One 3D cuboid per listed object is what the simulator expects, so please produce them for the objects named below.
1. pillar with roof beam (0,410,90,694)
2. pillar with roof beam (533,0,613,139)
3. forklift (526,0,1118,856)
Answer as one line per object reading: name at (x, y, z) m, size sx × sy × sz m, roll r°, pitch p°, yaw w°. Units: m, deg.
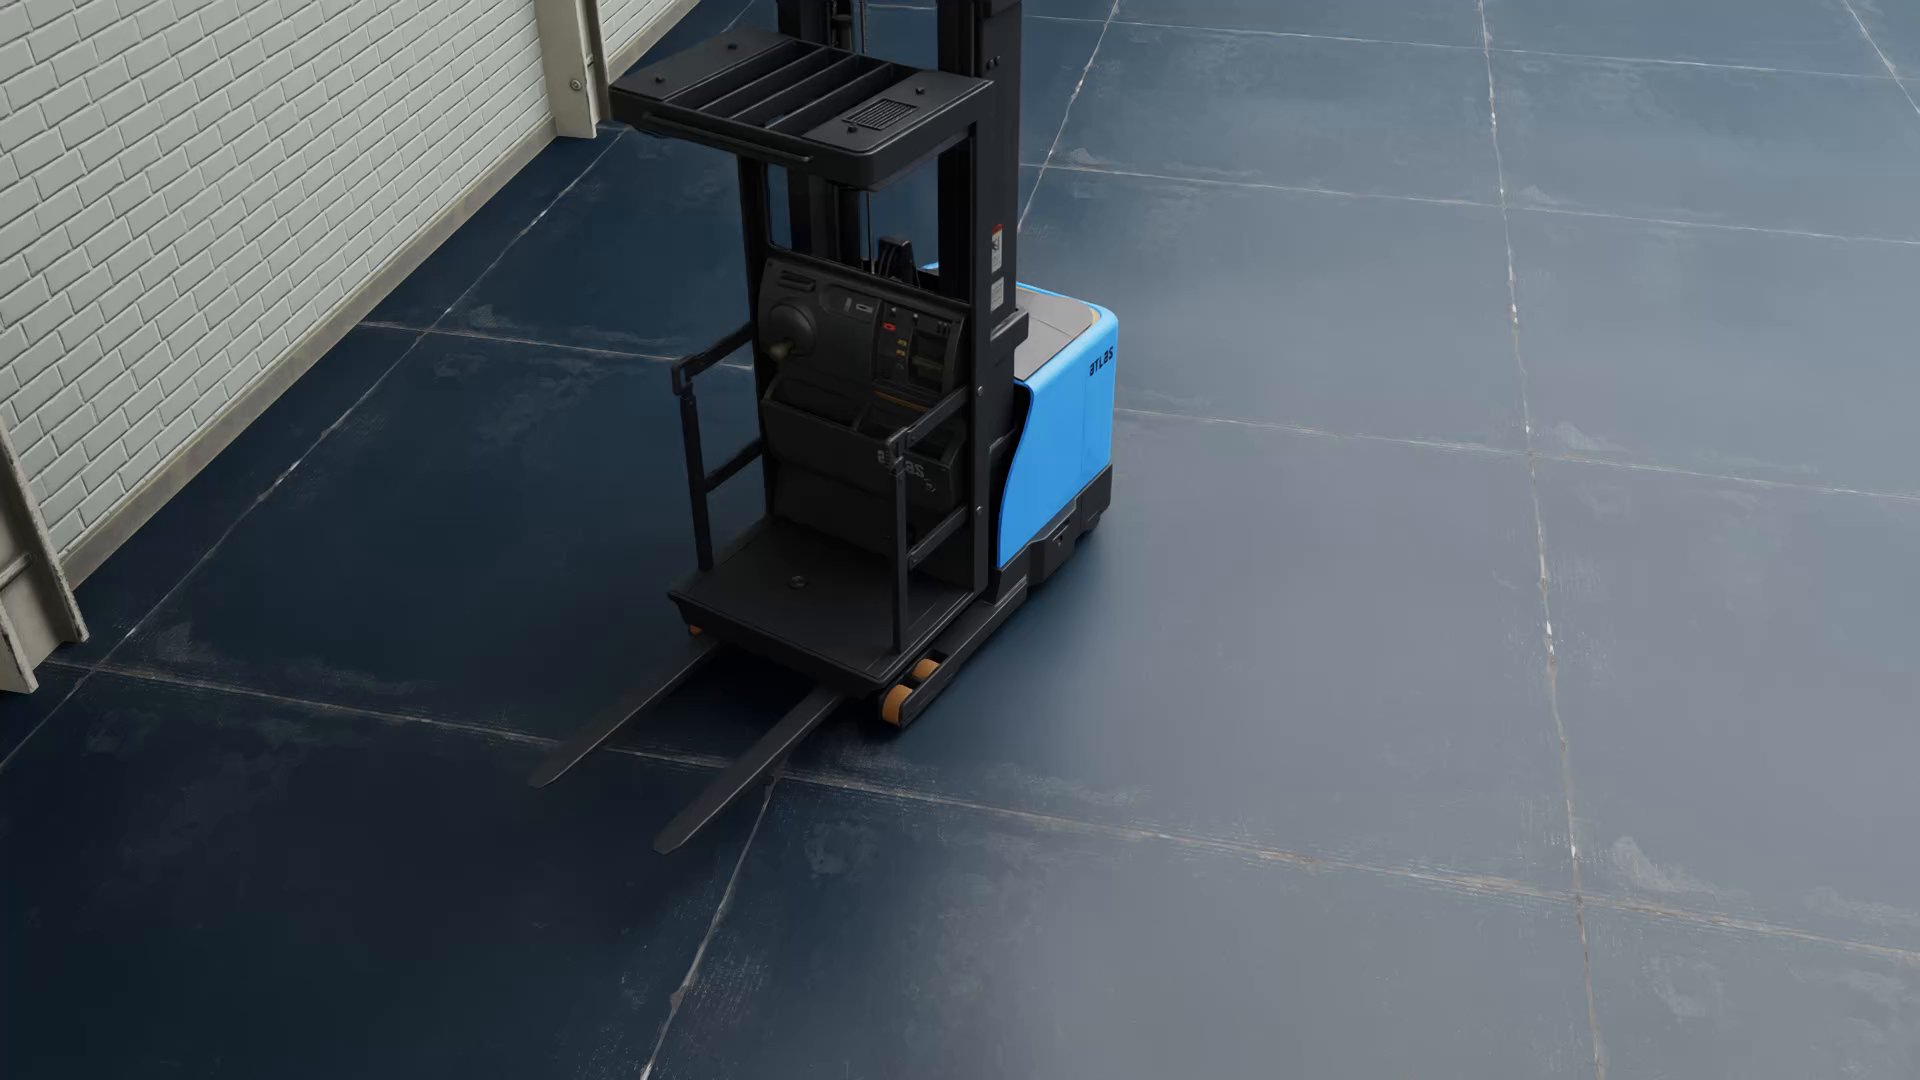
pillar with roof beam at (0.256, -2.601, 3.670) m, size 9.100 × 9.000 × 0.400 m, roll 7°, pitch 37°, yaw 10°
pillar with roof beam at (1.538, -6.040, 8.416) m, size 9.100 × 9.000 × 0.400 m, roll 7°, pitch 37°, yaw 10°
forklift at (-0.505, -0.752, 6.289) m, size 1.130 × 2.935 × 3.031 m, roll 21°, pitch 41°, yaw 26°
